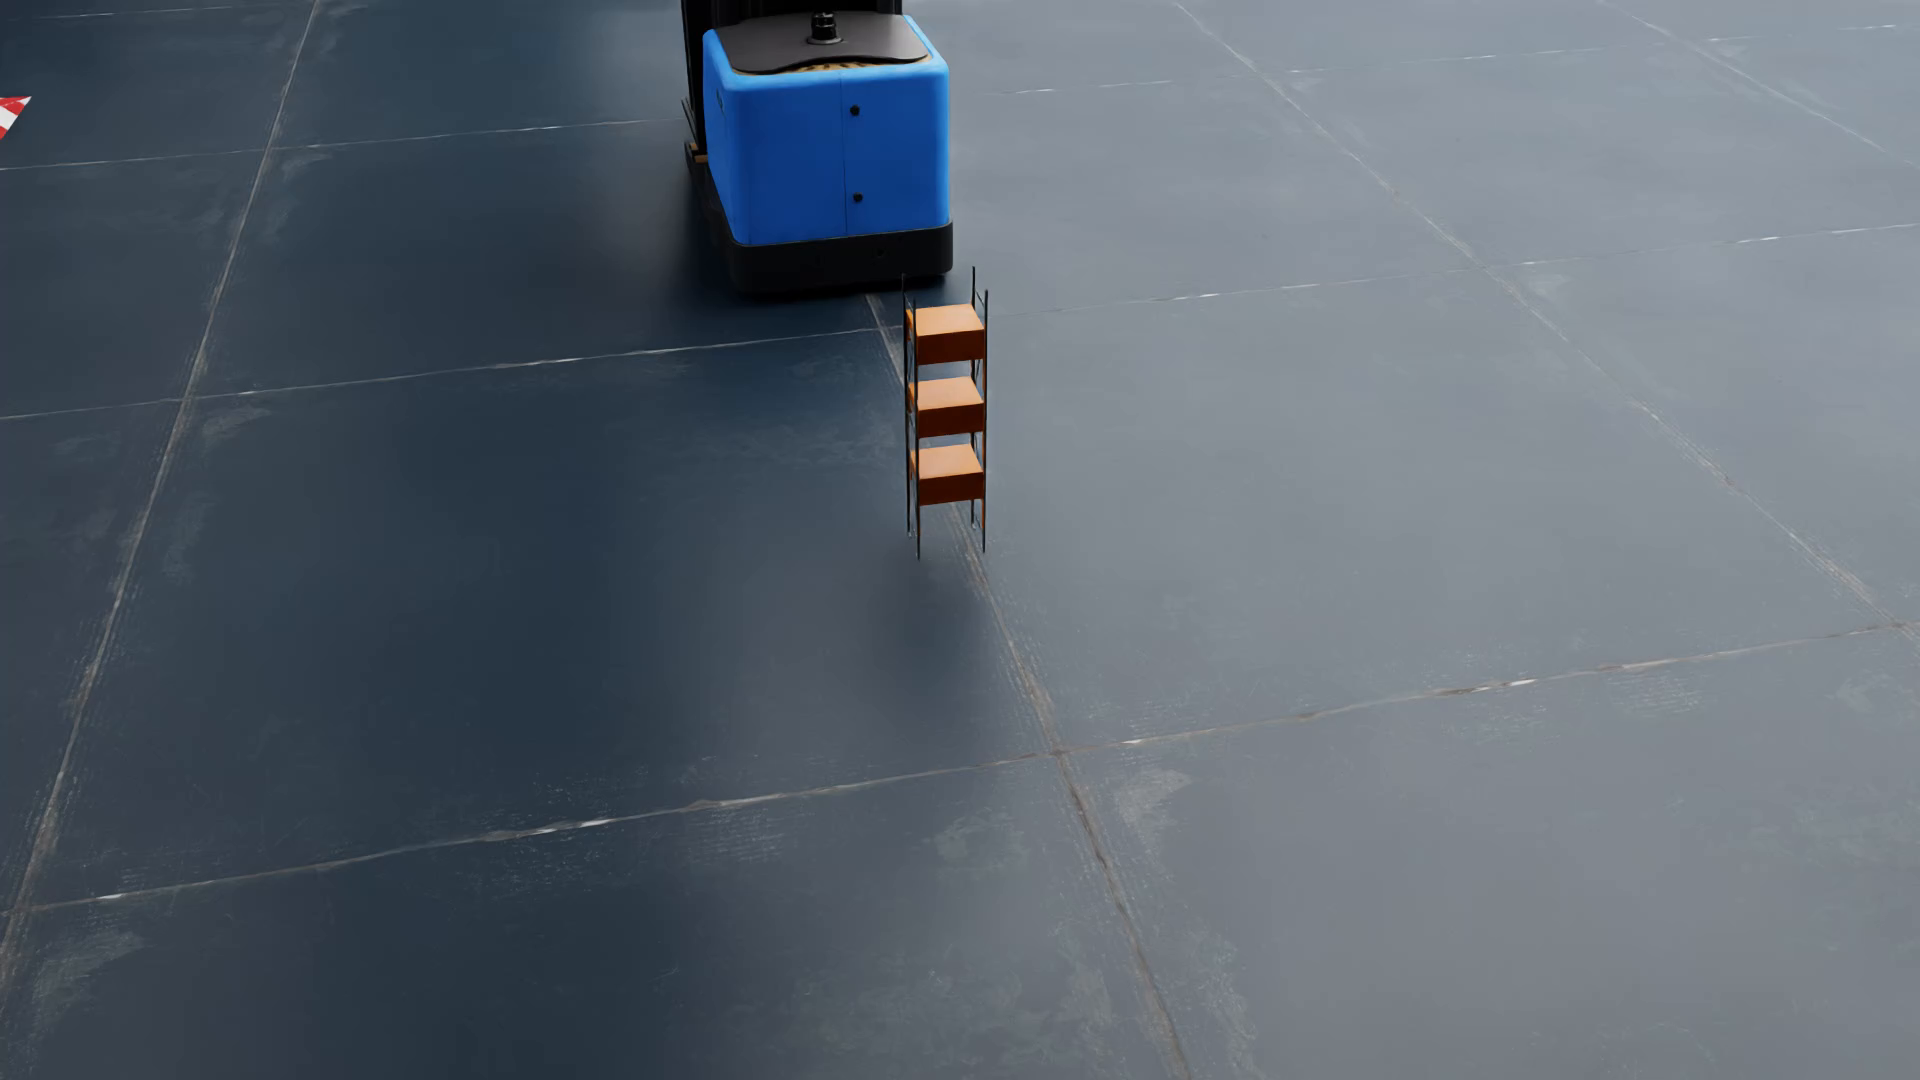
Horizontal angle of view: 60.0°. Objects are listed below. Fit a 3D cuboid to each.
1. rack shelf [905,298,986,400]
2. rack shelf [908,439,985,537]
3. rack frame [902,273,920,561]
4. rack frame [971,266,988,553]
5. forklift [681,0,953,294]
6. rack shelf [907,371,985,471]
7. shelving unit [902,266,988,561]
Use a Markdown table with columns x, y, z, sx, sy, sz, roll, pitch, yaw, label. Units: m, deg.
| x | y | z | sx | sy | sz | roll | pitch | yaw | label |
| --- | --- | --- | --- | --- | --- | --- | --- | --- | --- |
| -0.052 | -0.656 | 5.708 | 0.240 | 0.259 | 0.215 | -7 | 35 | -11 | rack shelf |
| -0.052 | -0.190 | 6.021 | 0.240 | 0.259 | 0.215 | -7 | 35 | -11 | rack shelf |
| -0.171 | -0.414 | 5.838 | 0.008 | 1.050 | 0.200 | -7 | 35 | -11 | rack frame |
| 0.067 | -0.444 | 5.882 | 0.008 | 1.050 | 0.200 | -7 | 35 | -11 | rack frame |
| -0.892 | -3.178 | 8.268 | 1.130 | 2.935 | 3.031 | -8 | 35 | -12 | forklift |
| -0.052 | -0.421 | 5.866 | 0.240 | 0.259 | 0.215 | -7 | 35 | -11 | rack shelf |
| -0.052 | -0.429 | 5.860 | 0.252 | 1.050 | 0.215 | -7 | 35 | -11 | shelving unit |
